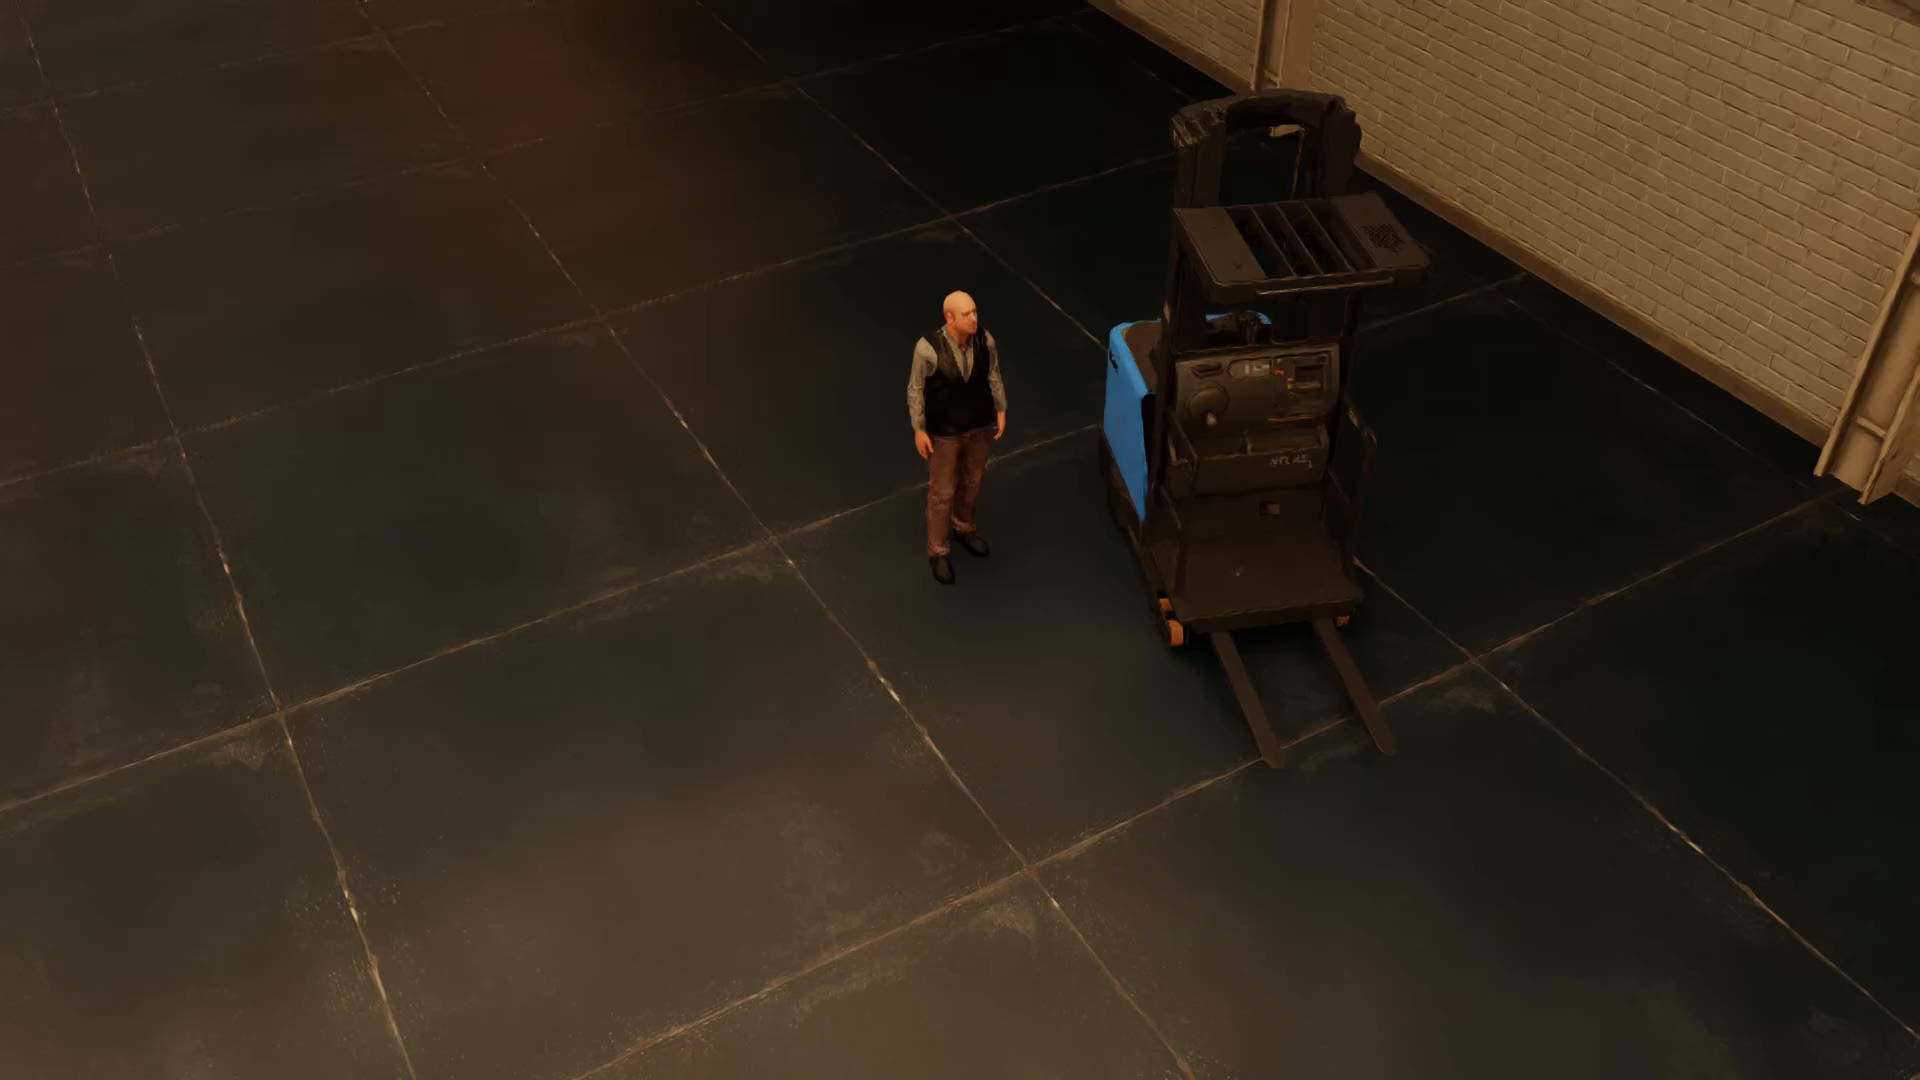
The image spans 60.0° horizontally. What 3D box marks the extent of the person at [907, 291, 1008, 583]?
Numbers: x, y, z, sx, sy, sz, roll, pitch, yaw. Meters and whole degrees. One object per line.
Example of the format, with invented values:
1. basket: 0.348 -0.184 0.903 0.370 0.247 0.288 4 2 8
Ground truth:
1. person: 0.024 -0.631 9.733 0.632 1.720 0.567 -20 44 -23

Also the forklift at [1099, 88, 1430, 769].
1. forklift: 1.673 -0.767 8.961 1.130 2.935 3.031 -7 40 -8
